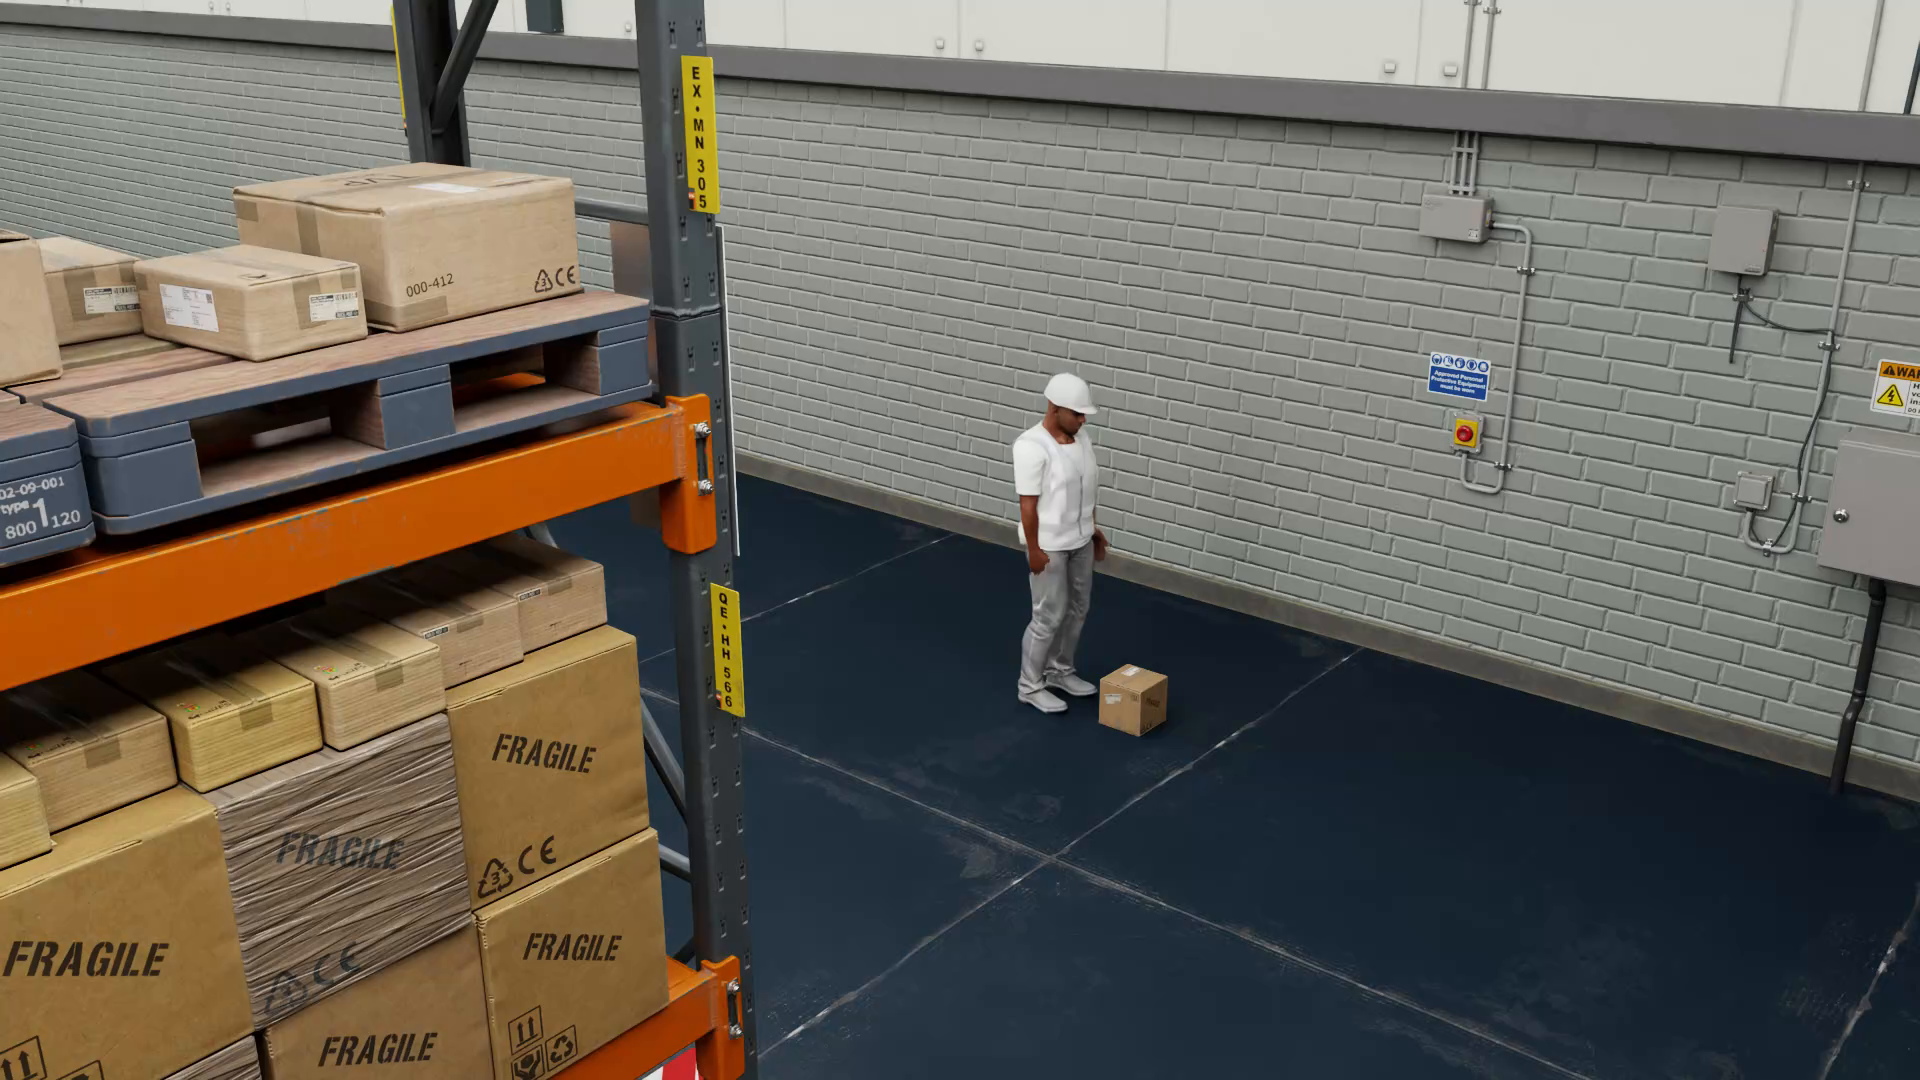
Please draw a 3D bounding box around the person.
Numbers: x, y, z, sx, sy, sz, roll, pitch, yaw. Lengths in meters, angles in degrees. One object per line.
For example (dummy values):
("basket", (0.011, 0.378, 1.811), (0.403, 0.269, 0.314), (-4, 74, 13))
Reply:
("person", (0.515, -0.002, 8.554), (0.368, 1.758, 0.567), (16, 26, 38))
